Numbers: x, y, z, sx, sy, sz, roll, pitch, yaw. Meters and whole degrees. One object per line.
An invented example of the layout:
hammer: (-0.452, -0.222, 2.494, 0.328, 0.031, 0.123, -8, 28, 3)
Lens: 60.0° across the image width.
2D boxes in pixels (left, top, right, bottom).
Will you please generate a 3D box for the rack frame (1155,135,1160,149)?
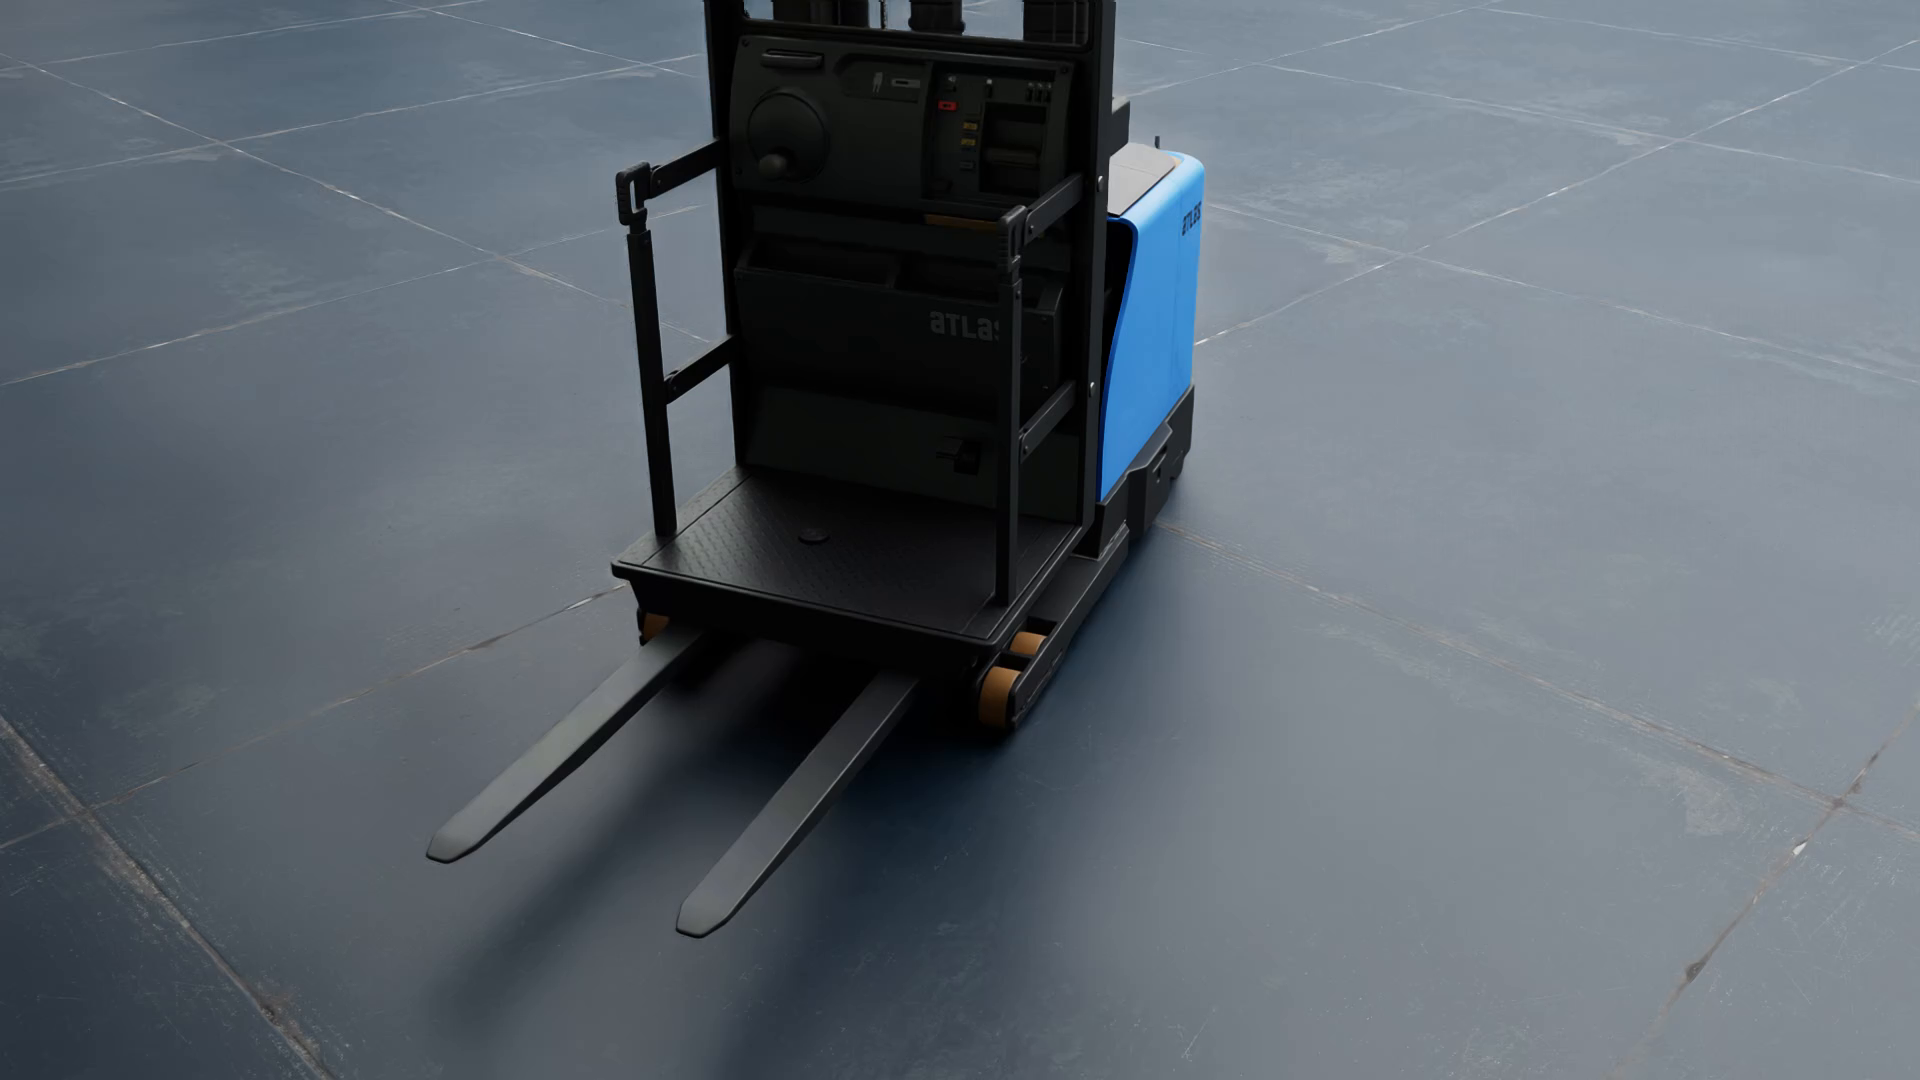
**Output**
rack frame: (0.605, -0.855, 5.744, 0.008, 1.050, 0.200, 21, 34, 34)

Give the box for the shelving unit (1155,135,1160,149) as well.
shelving unit: (0.511, -0.890, 5.813, 0.252, 1.050, 0.215, 21, 34, 34)

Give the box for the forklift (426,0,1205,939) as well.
forklift: (-0.241, -1.026, 4.052, 1.130, 2.935, 3.031, 11, 30, 20)
